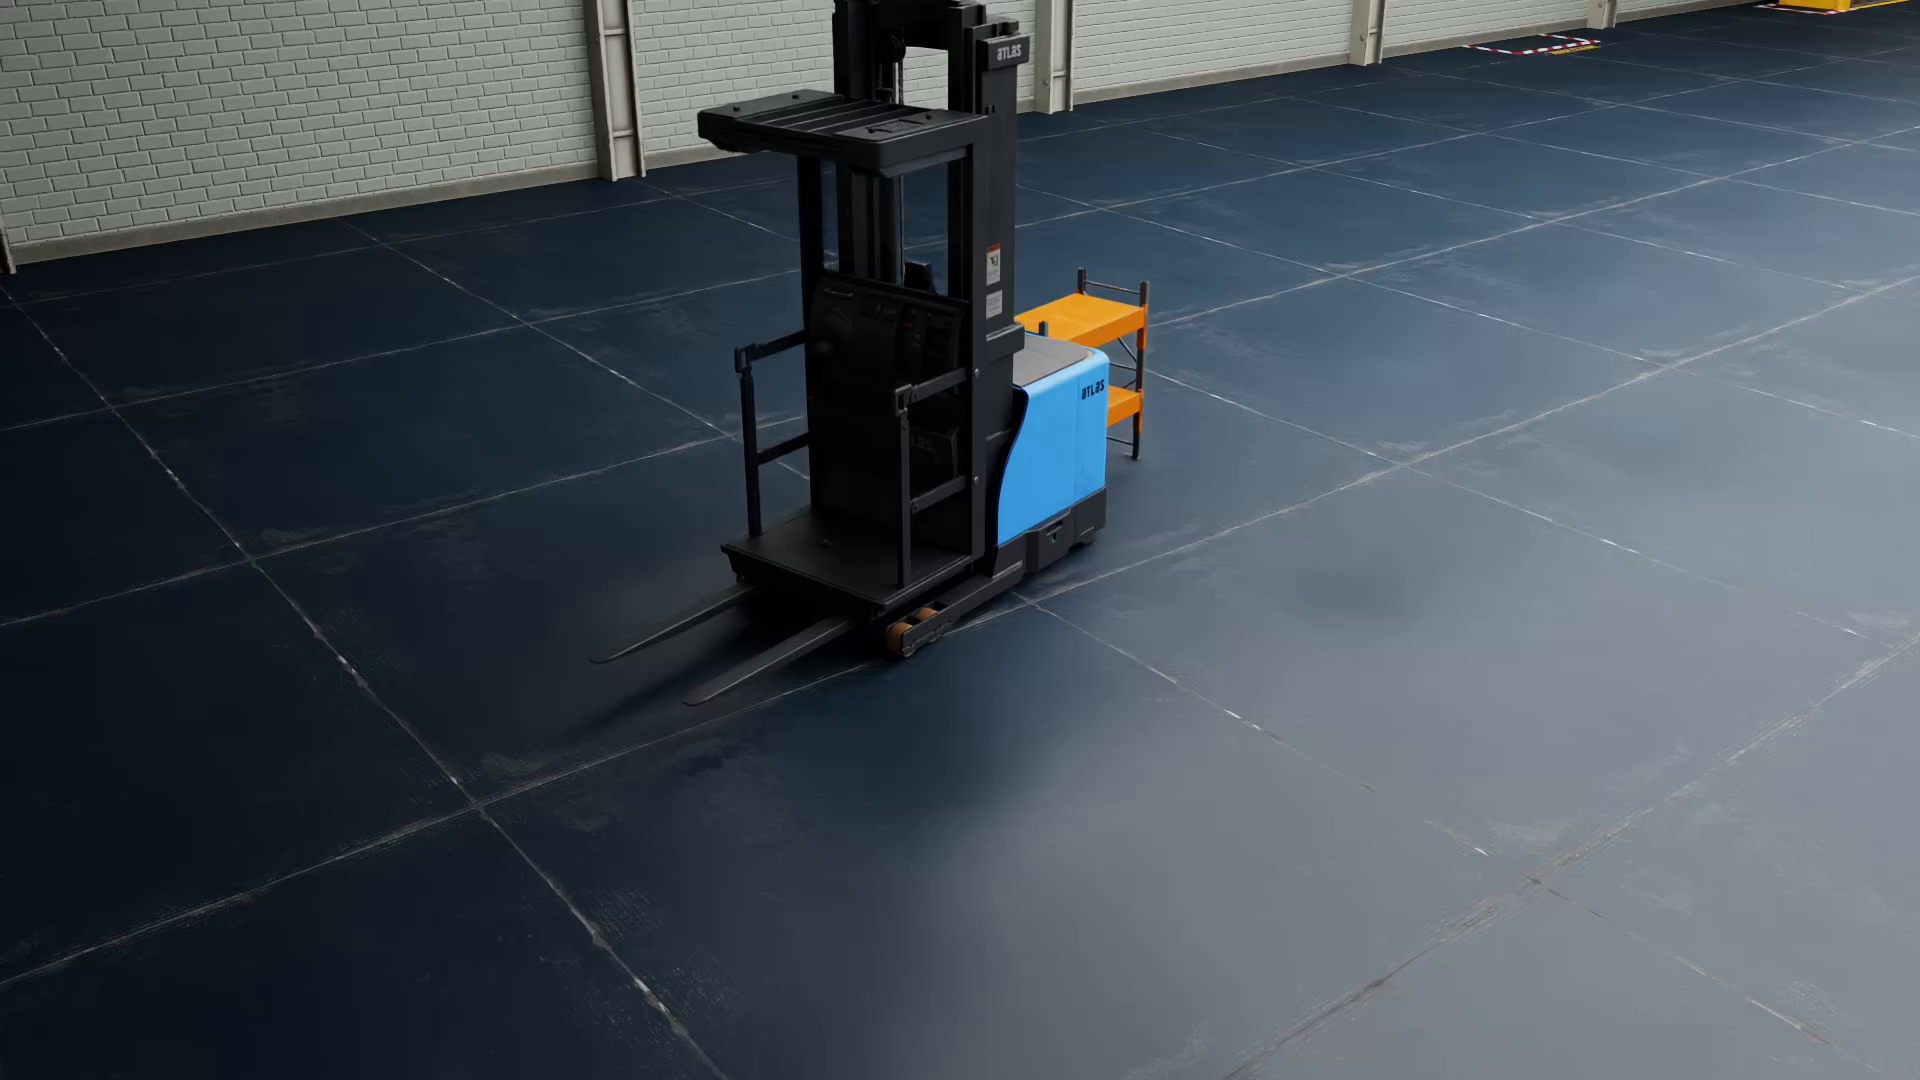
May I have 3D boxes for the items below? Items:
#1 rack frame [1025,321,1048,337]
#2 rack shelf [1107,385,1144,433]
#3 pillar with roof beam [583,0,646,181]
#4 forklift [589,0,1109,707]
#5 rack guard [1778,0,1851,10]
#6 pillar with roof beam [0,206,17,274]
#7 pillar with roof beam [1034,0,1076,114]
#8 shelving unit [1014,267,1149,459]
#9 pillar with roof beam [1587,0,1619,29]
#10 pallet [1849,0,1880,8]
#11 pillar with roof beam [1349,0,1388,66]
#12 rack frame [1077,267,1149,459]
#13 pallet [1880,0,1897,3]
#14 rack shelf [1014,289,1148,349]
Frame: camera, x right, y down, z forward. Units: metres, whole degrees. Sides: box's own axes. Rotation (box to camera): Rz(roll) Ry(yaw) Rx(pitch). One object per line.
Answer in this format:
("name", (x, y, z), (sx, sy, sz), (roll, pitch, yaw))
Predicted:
("rack frame", (0.283, -0.753, 9.537), (0.500, 1.125, 0.032), (19, 31, 35))
("rack shelf", (0.603, -0.698, 9.998), (0.538, 0.278, 1.000), (19, 31, 35))
("pillar with roof beam", (-0.896, -6.486, 12.535), (0.400, 9.000, 9.100), (-18, 31, -34))
("forklift", (-0.491, -0.999, 7.921), (1.130, 2.935, 3.031), (18, 31, 34))
("rack guard", (15.376, -9.843, 29.864), (0.348, 0.500, 1.175), (-18, 31, -34))
("pillar with roof beam", (-5.618, -4.927, 9.177), (0.400, 9.000, 9.100), (-18, 31, -34))
("pillar with roof beam", (3.825, -8.044, 15.894), (0.400, 9.000, 9.100), (-18, 31, -34))
("shelving unit", (0.603, -0.920, 9.895), (0.538, 1.125, 1.048), (19, 31, 35))
("pillar with roof beam", (13.268, -11.162, 22.610), (0.400, 9.000, 9.100), (-18, 31, -34))
("pallet", (16.037, -9.911, 30.354), (1.213, 0.211, 1.003), (-18, 31, -34))
("pillar with roof beam", (8.547, -9.603, 19.252), (0.400, 9.000, 9.100), (-18, 31, -34))
("rack frame", (0.923, -1.086, 10.254), (0.500, 1.125, 0.032), (19, 31, 35))
("pallet", (16.996, -10.226, 31.033), (1.213, 0.211, 1.003), (-18, 31, -34))
("rack shelf", (0.603, -1.185, 9.772), (0.538, 0.278, 1.000), (19, 31, 35))
